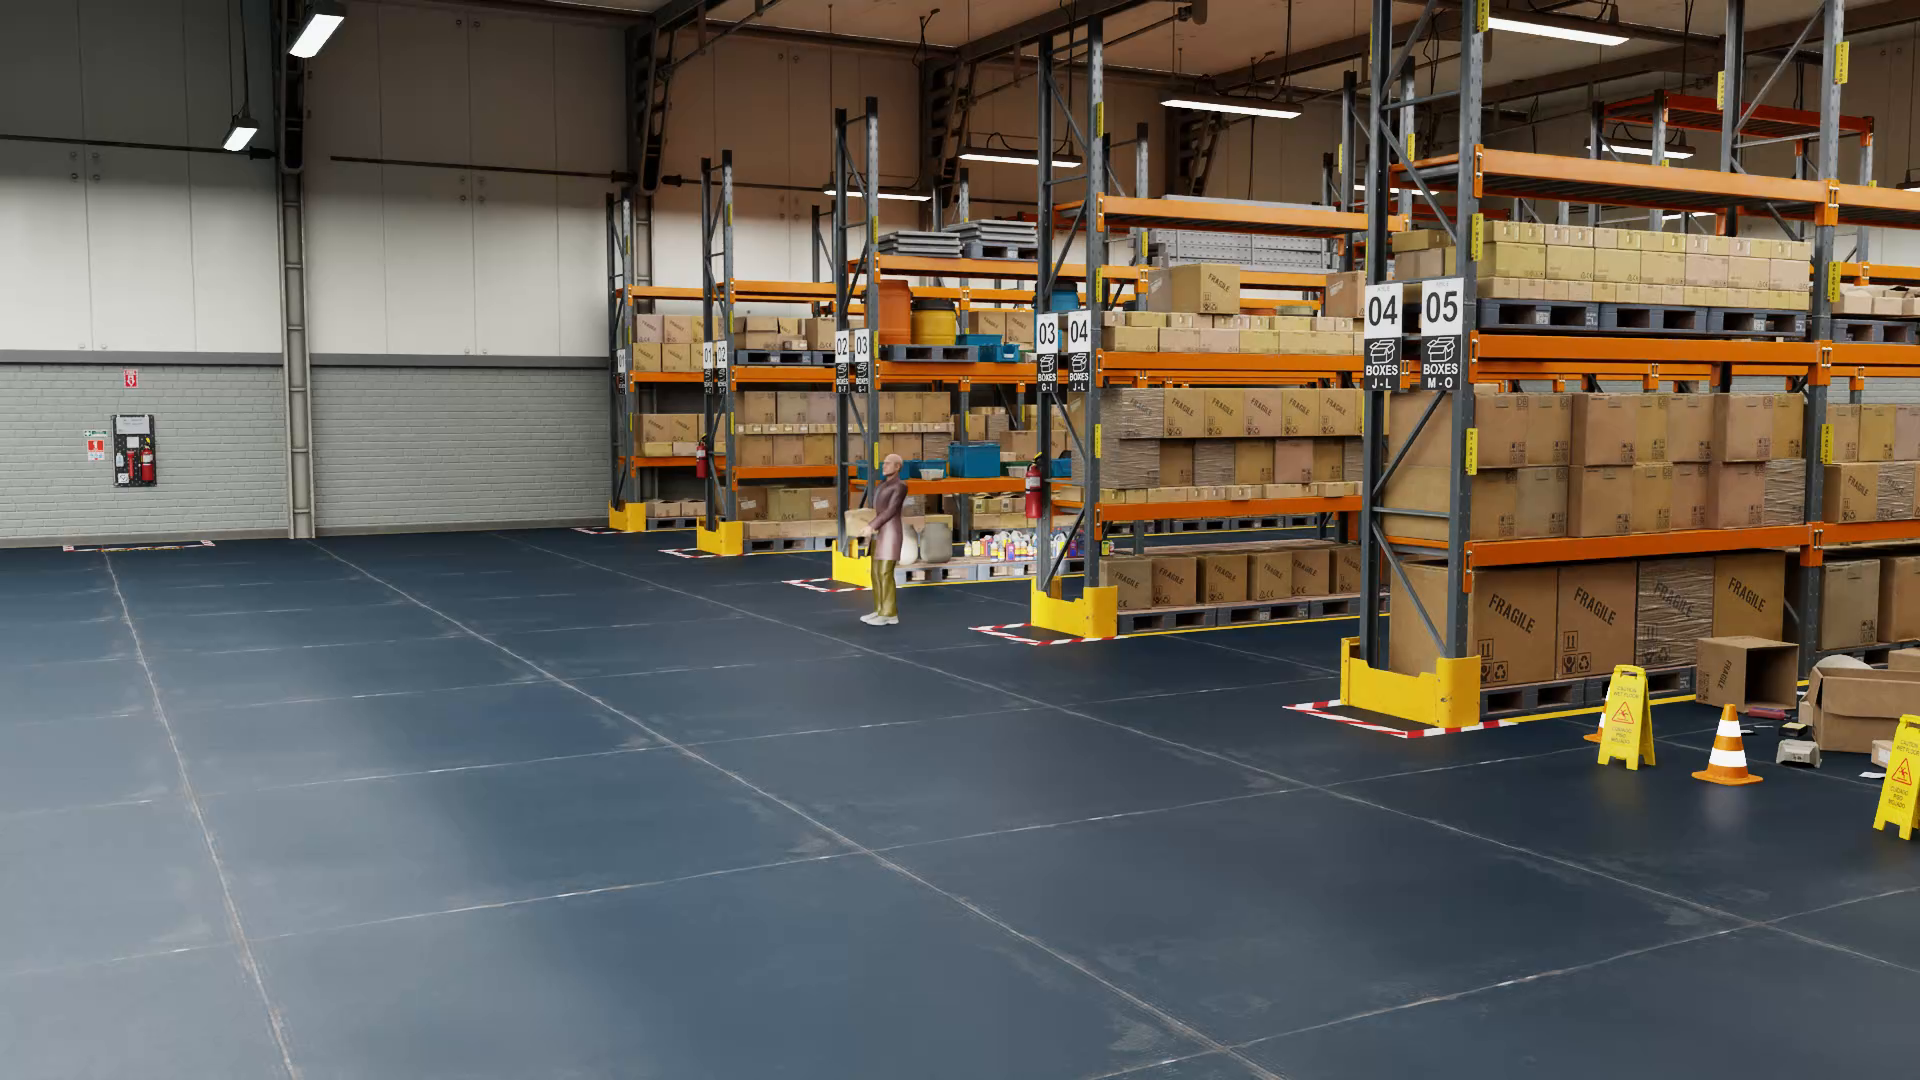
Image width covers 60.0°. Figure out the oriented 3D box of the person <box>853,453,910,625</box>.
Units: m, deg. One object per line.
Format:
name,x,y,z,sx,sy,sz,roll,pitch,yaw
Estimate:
person,-0.839,-0.010,17.280,0.550,1.779,0.545,-3,6,-35
